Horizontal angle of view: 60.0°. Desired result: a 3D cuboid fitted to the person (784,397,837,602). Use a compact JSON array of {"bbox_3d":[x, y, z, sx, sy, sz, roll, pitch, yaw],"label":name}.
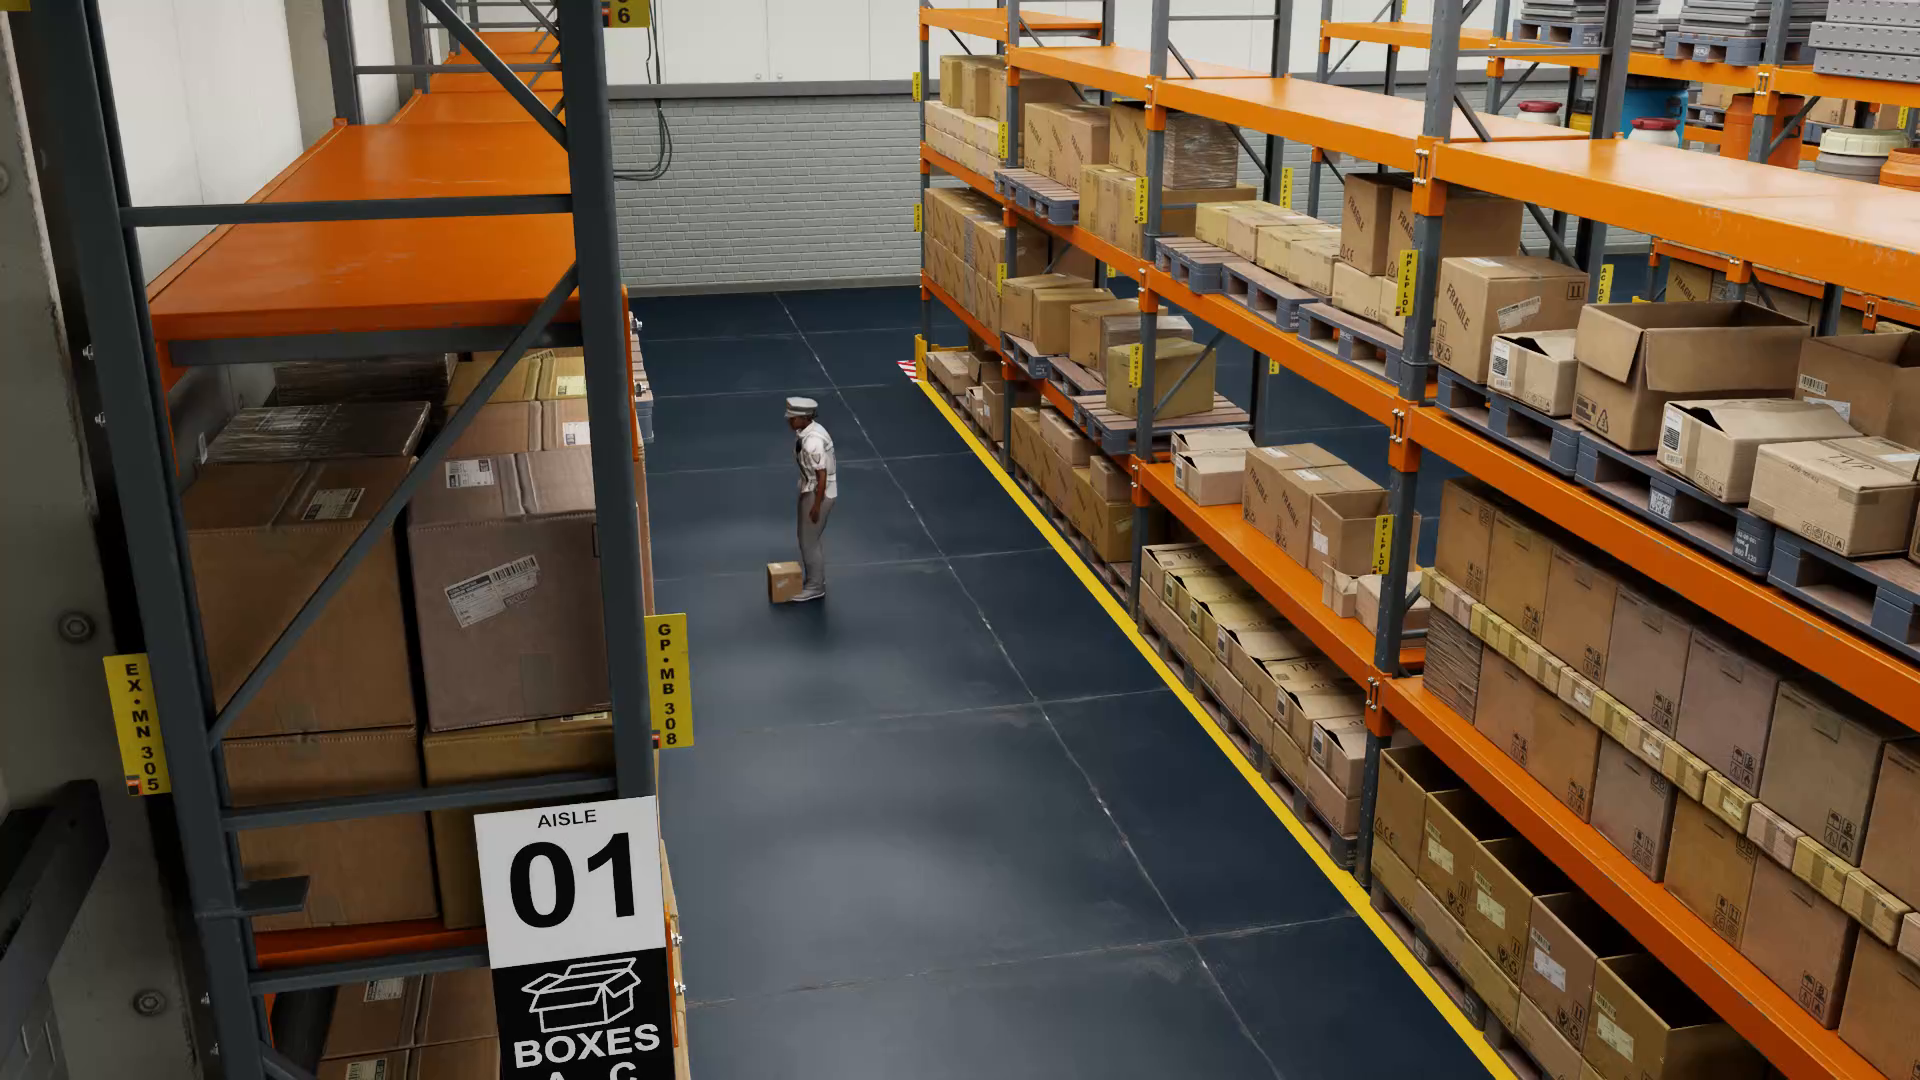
[{"bbox_3d":[-1.205,-0.341,13.302,0.427,1.656,0.517,-6,20,-15],"label":"person"}]
